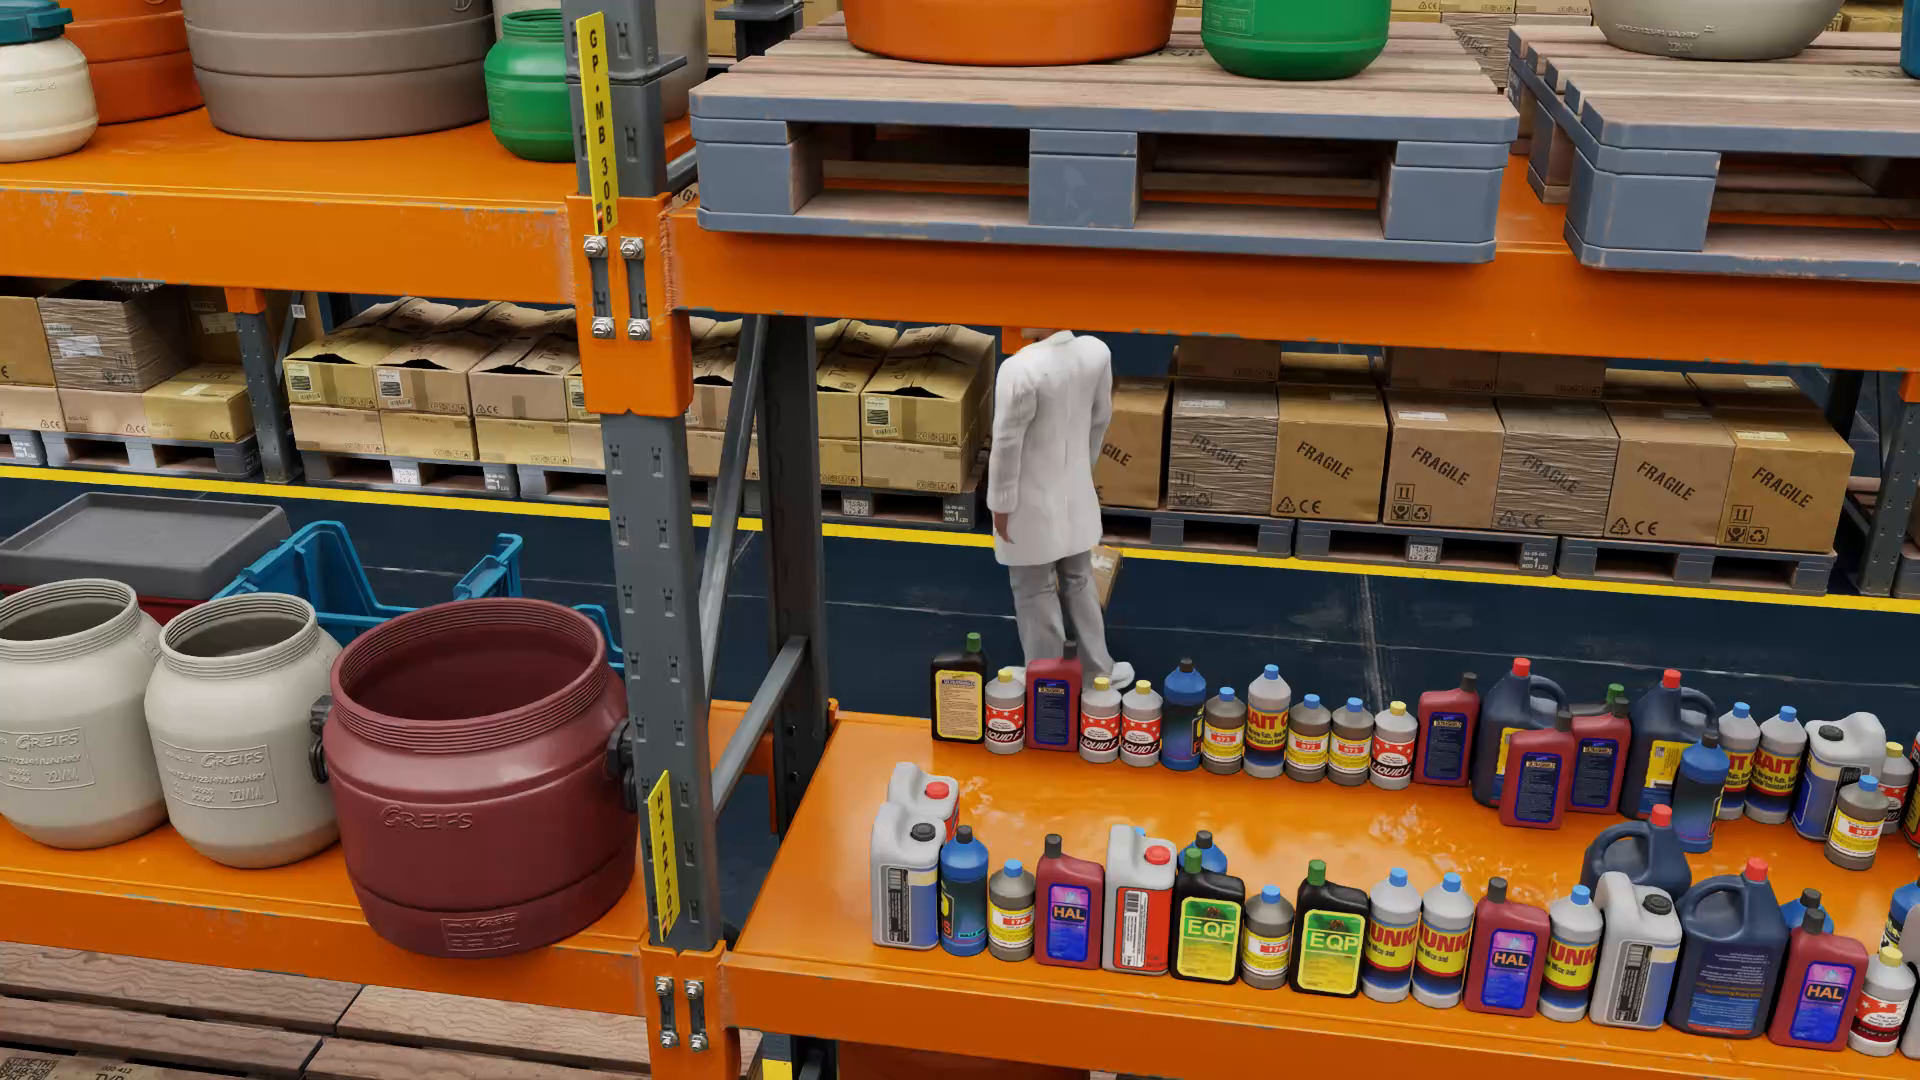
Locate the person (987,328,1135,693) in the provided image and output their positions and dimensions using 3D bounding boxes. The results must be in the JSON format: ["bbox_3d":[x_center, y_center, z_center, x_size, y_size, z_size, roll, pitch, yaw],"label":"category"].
[{"bbox_3d":[0.387,-0.182,6.482,0.720,1.781,0.445,-17,30,-32],"label":"person"}]
